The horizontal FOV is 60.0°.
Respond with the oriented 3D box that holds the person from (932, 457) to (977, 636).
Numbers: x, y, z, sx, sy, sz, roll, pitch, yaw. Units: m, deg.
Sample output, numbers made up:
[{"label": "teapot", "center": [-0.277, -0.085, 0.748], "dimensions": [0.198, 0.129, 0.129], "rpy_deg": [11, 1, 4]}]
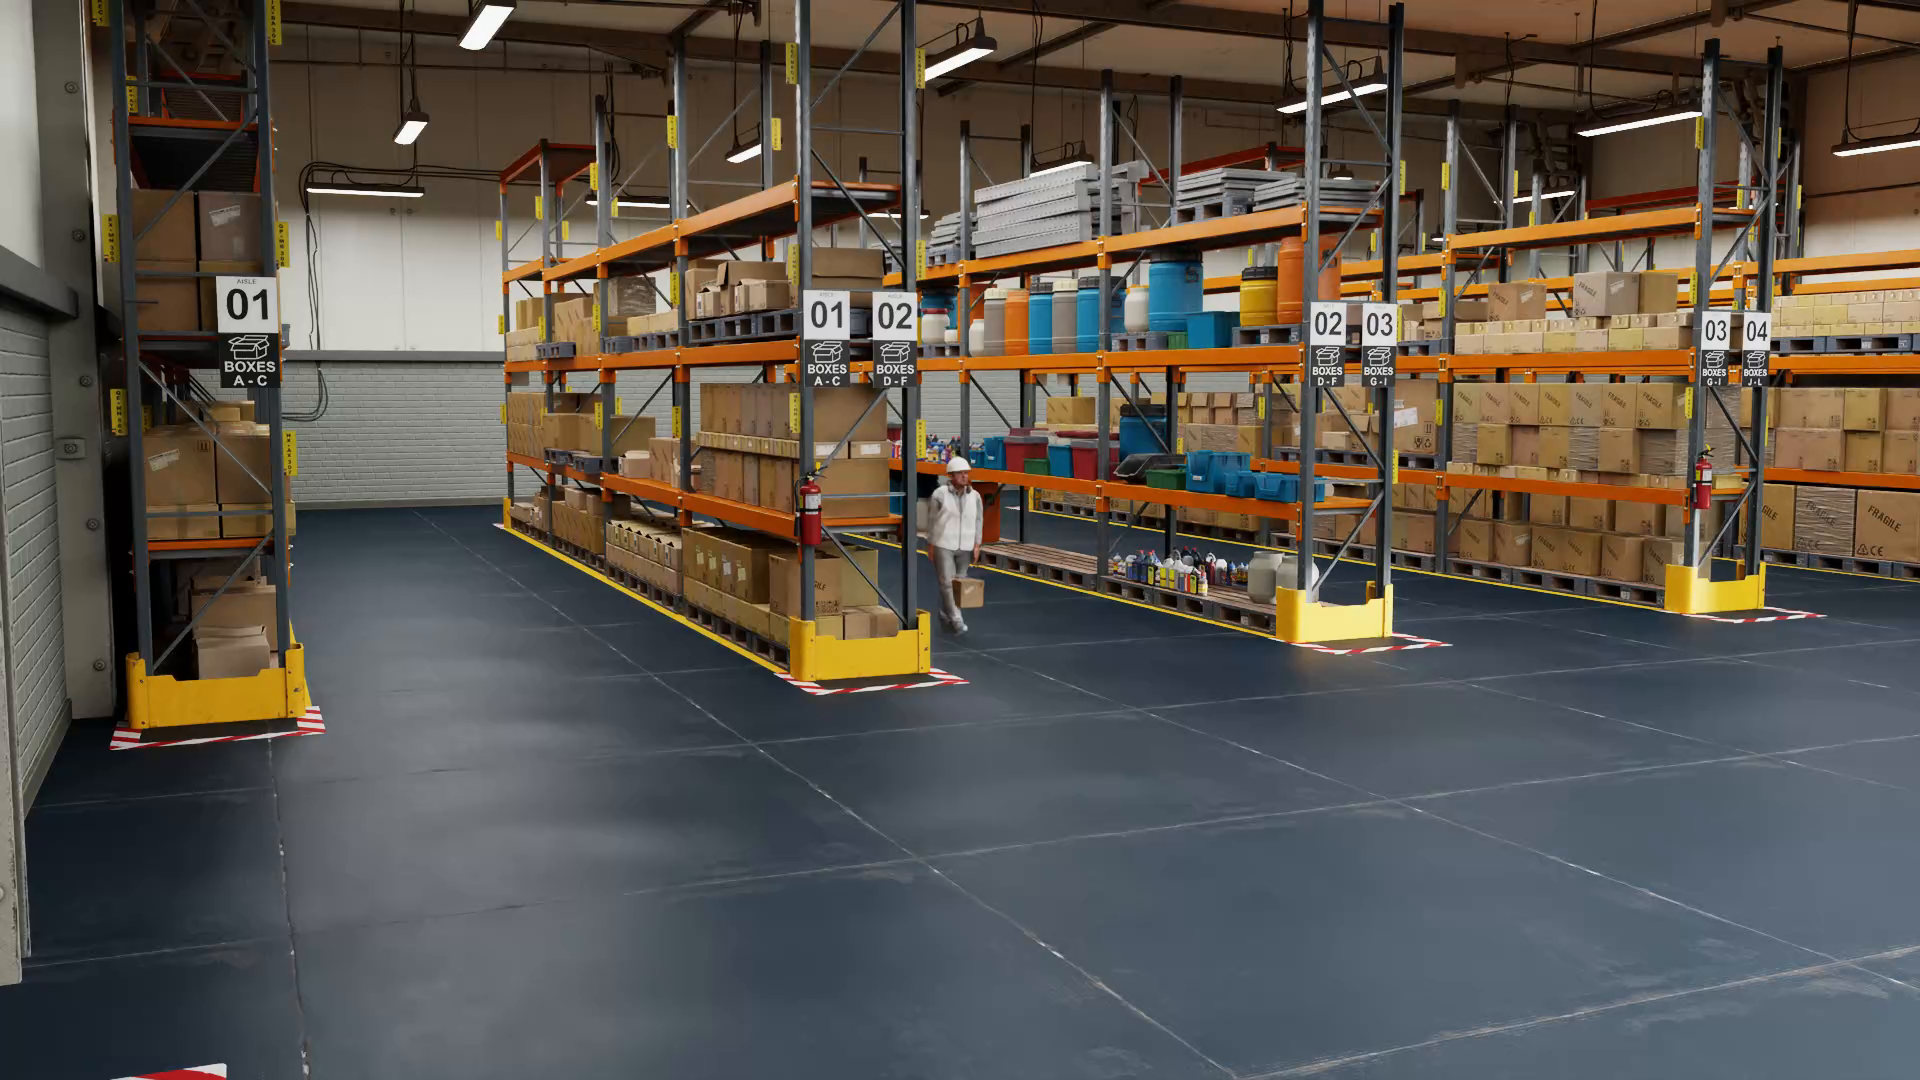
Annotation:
[{"label": "person", "center": [-0.024, 0.056, 16.033], "dimensions": [0.448, 1.714, 1.015], "rpy_deg": [-2, 6, -24]}]
